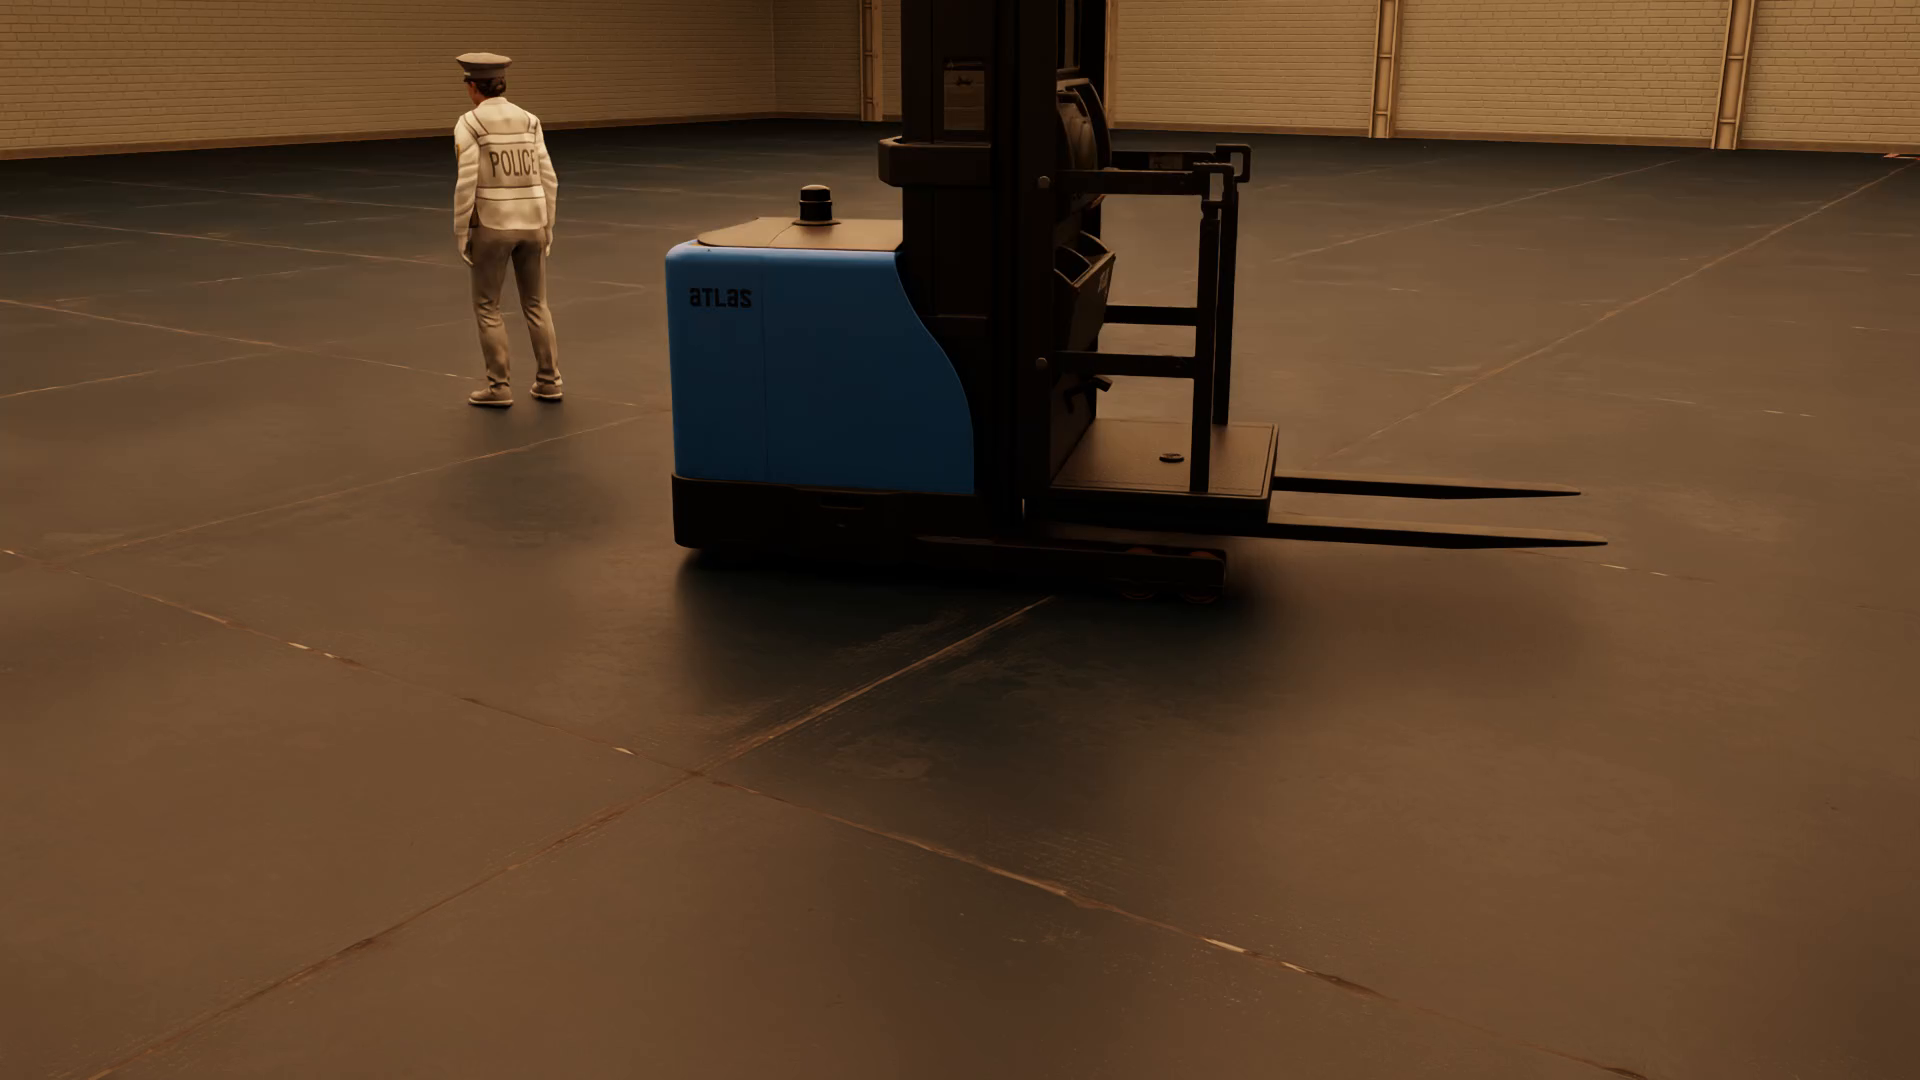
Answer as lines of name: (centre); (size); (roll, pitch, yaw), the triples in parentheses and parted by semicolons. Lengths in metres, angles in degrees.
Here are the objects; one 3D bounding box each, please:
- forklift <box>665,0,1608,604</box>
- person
forklift: (0.595, -1.367, 5.404); (3.031, 2.935, 1.130); (4, 17, 12)
person: (-2.184, -1.476, 7.994); (0.531, 1.665, 0.371); (-15, 22, -40)
